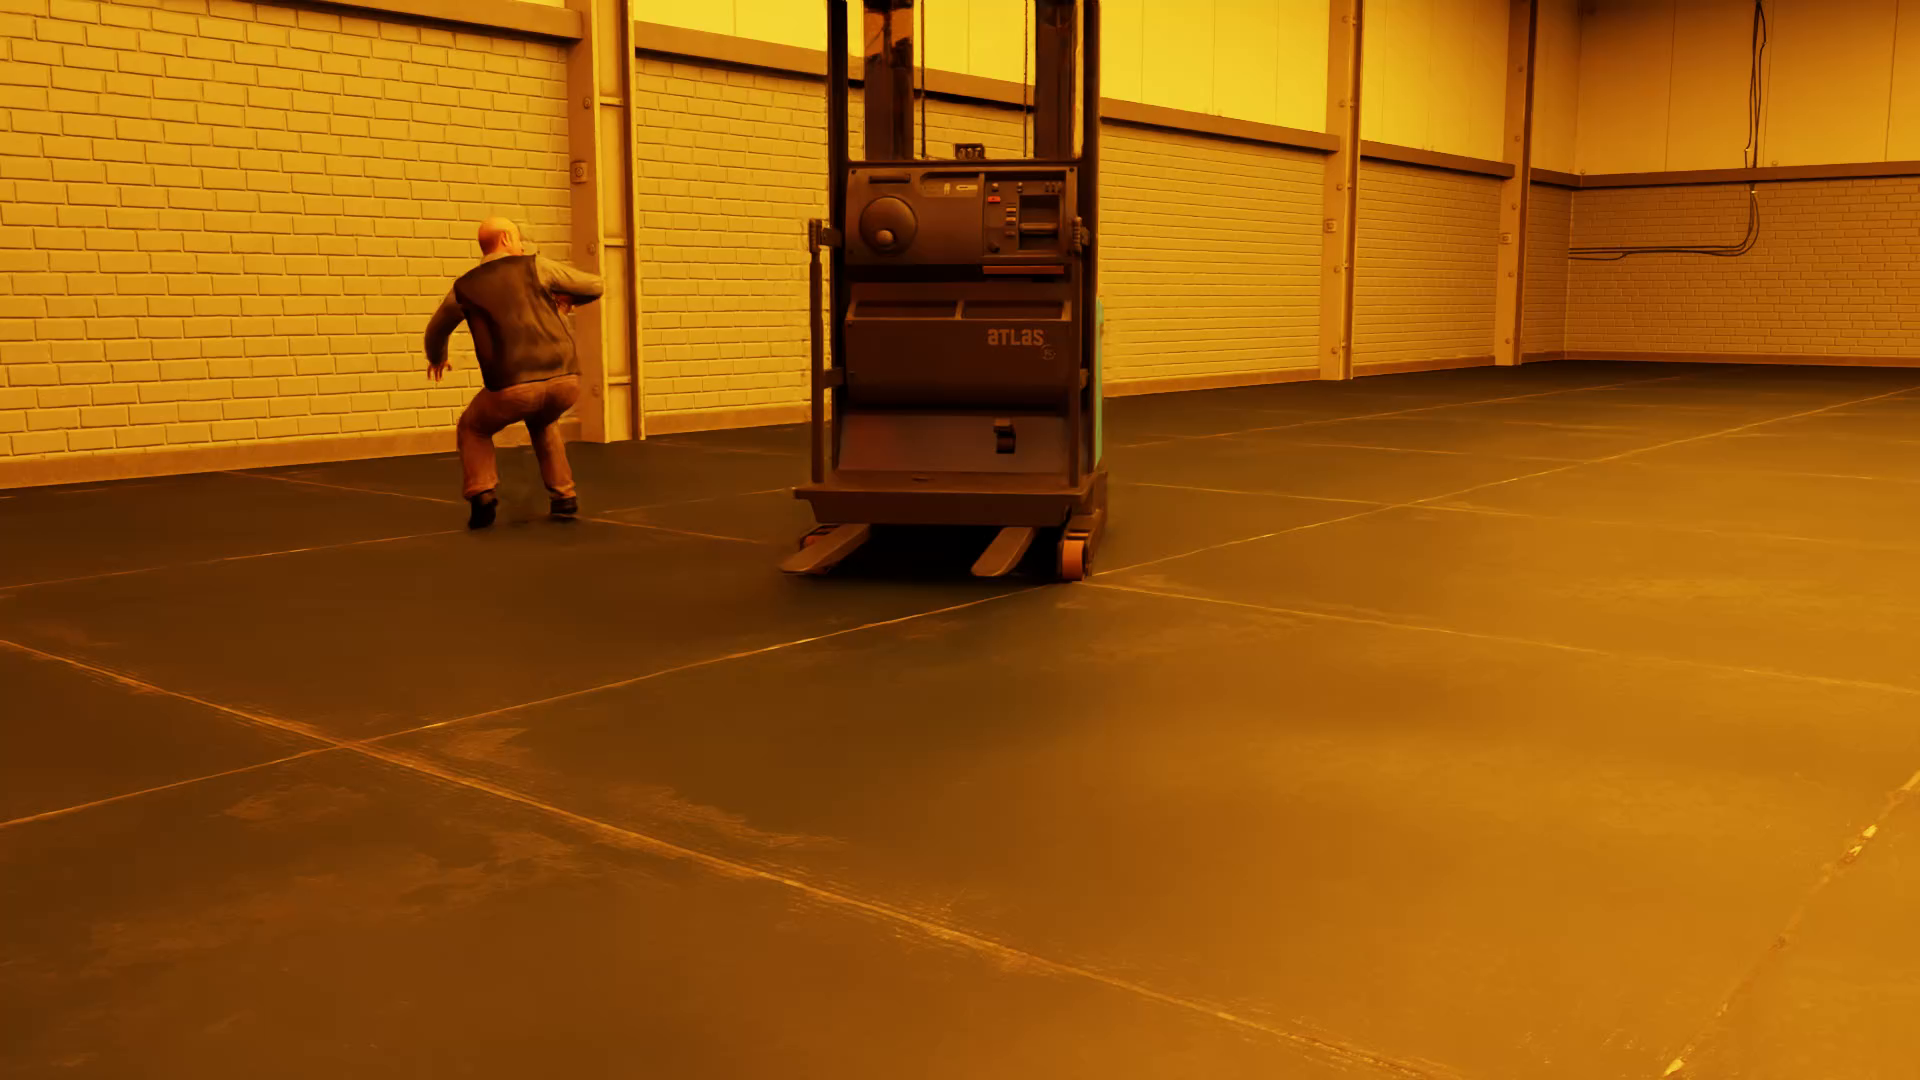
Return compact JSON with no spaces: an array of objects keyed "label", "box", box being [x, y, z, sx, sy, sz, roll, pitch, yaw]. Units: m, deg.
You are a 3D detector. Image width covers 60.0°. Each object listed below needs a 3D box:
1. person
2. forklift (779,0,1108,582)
[{"label":"person","box":[-2.114,-0.794,7.915,0.782,1.464,0.916,-4,9,-25]},{"label":"forklift","box":[-0.023,-1.343,6.462,1.130,2.935,3.031,1,8,8]}]
